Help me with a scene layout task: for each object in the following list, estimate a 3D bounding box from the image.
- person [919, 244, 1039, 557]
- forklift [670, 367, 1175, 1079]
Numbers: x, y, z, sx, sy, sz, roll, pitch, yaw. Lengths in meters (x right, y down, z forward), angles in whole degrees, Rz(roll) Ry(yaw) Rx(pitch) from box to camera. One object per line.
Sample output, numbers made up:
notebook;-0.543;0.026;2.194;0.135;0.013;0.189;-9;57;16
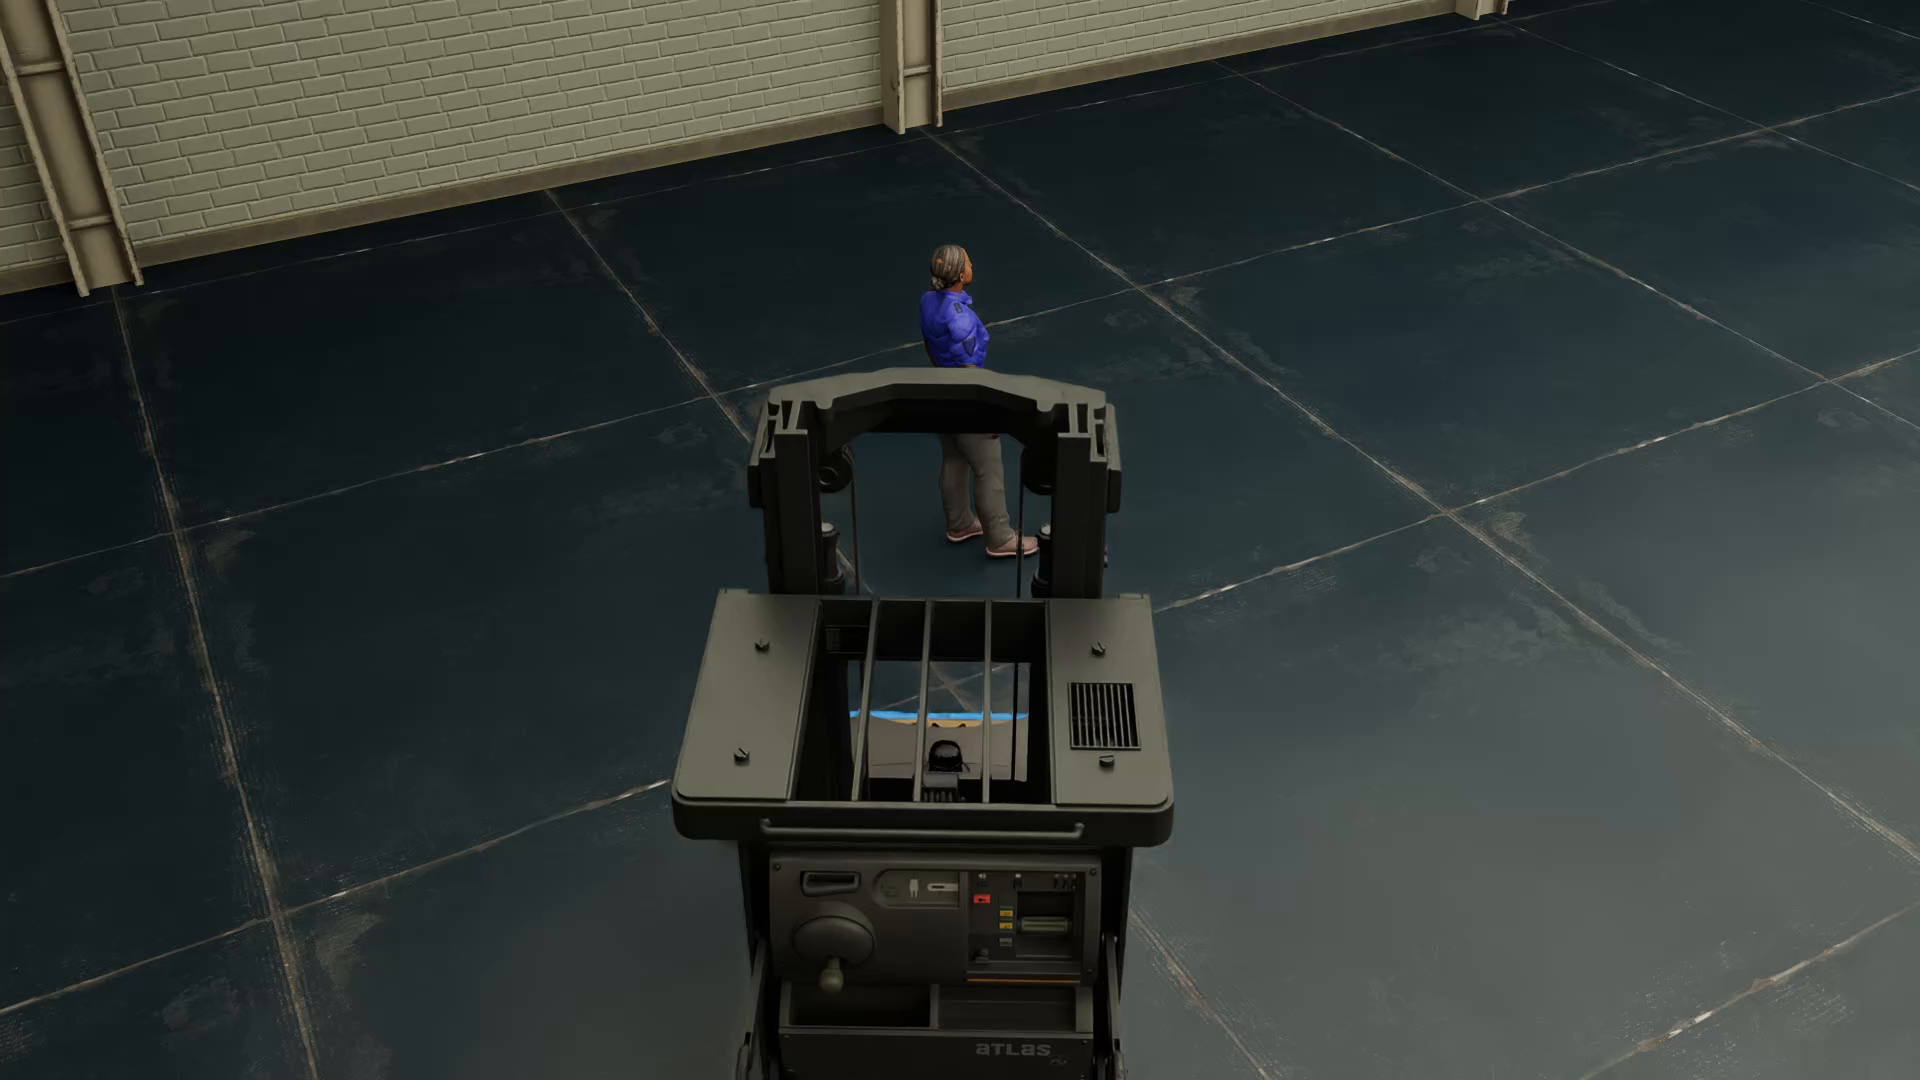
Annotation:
person;0.087;-0.695;8.200;0.503;1.656;0.569;-17;39;-23
forklift;-0.073;1.142;4.507;1.130;2.935;3.031;1;35;1
